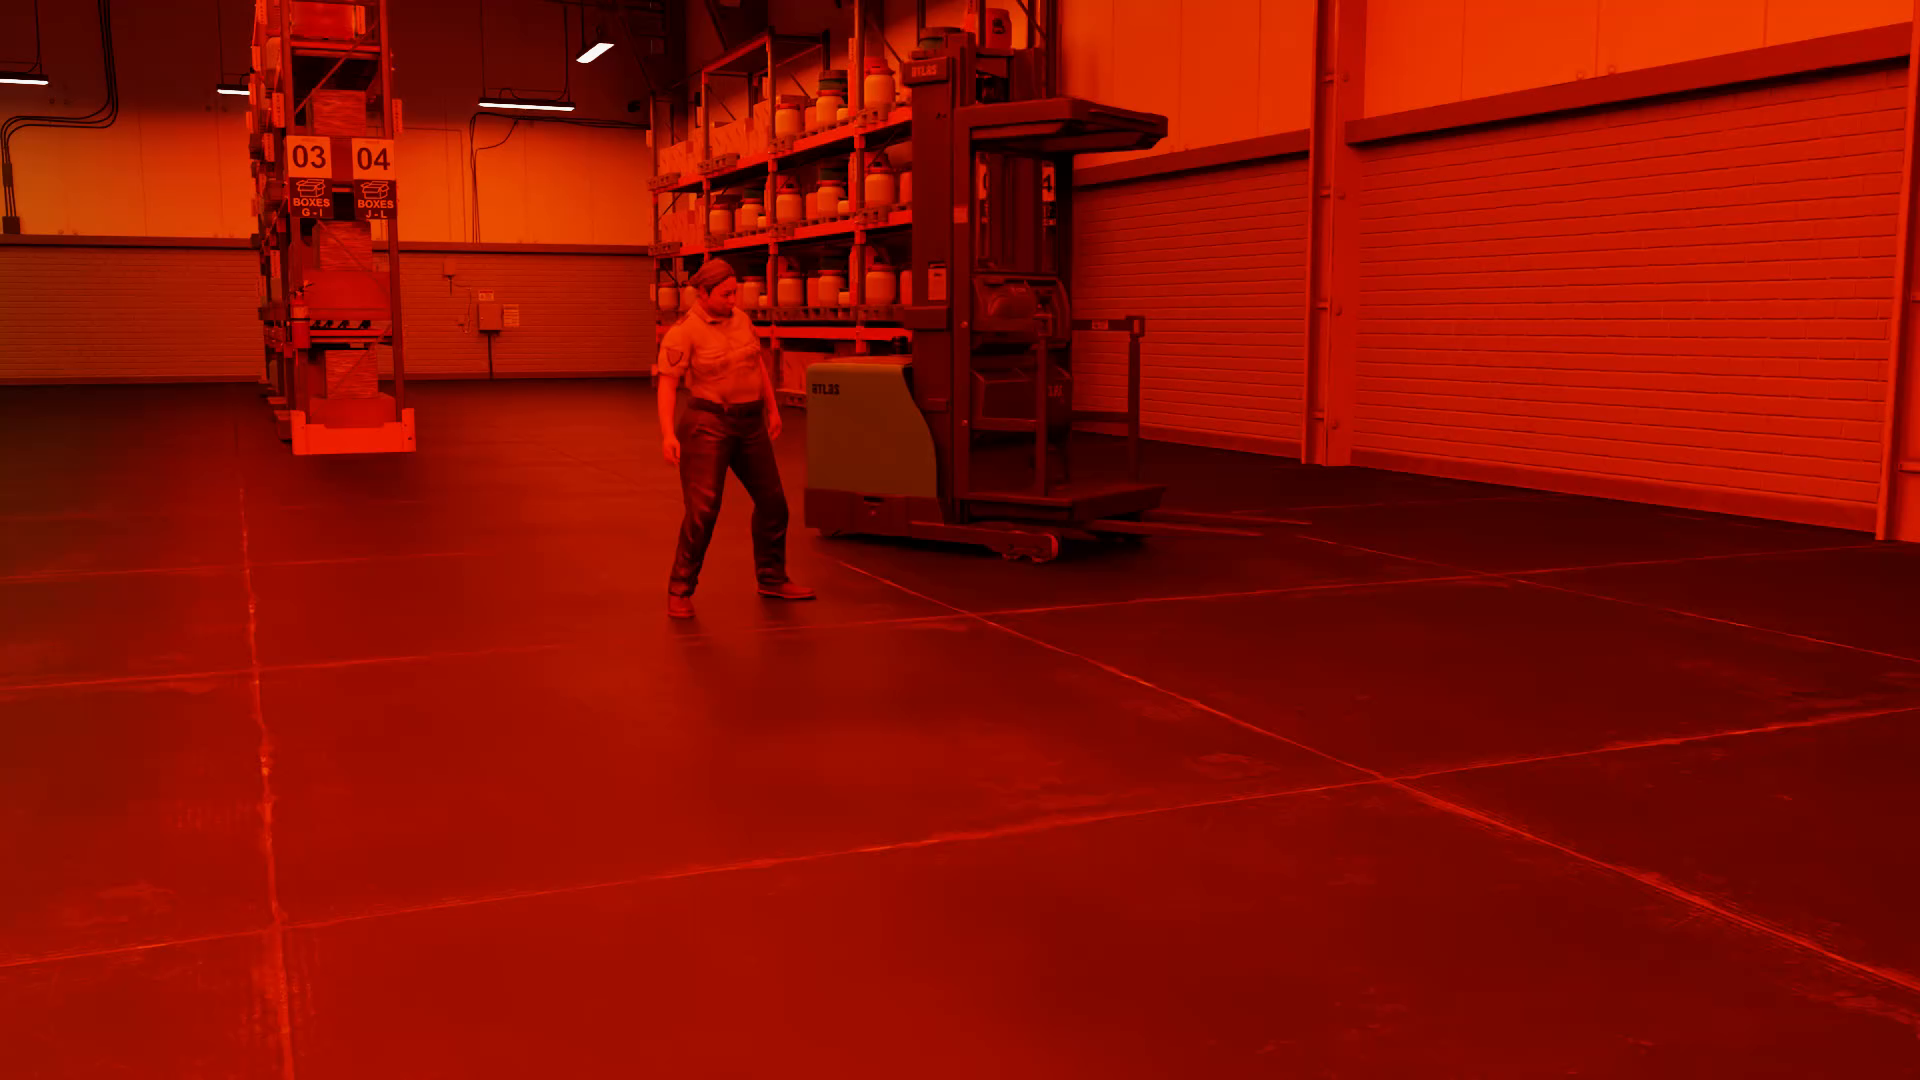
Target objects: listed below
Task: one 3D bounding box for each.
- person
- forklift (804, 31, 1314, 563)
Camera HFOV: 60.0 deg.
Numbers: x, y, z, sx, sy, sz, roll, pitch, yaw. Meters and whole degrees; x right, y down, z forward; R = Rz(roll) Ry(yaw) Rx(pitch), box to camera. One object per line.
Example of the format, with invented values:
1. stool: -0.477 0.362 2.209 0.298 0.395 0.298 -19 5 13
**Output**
1. person: -1.082 -0.476 7.710 0.867 1.597 0.353 -7 10 -44
2. forklift: 0.529 -1.405 9.594 3.031 2.935 1.130 5 9 36
